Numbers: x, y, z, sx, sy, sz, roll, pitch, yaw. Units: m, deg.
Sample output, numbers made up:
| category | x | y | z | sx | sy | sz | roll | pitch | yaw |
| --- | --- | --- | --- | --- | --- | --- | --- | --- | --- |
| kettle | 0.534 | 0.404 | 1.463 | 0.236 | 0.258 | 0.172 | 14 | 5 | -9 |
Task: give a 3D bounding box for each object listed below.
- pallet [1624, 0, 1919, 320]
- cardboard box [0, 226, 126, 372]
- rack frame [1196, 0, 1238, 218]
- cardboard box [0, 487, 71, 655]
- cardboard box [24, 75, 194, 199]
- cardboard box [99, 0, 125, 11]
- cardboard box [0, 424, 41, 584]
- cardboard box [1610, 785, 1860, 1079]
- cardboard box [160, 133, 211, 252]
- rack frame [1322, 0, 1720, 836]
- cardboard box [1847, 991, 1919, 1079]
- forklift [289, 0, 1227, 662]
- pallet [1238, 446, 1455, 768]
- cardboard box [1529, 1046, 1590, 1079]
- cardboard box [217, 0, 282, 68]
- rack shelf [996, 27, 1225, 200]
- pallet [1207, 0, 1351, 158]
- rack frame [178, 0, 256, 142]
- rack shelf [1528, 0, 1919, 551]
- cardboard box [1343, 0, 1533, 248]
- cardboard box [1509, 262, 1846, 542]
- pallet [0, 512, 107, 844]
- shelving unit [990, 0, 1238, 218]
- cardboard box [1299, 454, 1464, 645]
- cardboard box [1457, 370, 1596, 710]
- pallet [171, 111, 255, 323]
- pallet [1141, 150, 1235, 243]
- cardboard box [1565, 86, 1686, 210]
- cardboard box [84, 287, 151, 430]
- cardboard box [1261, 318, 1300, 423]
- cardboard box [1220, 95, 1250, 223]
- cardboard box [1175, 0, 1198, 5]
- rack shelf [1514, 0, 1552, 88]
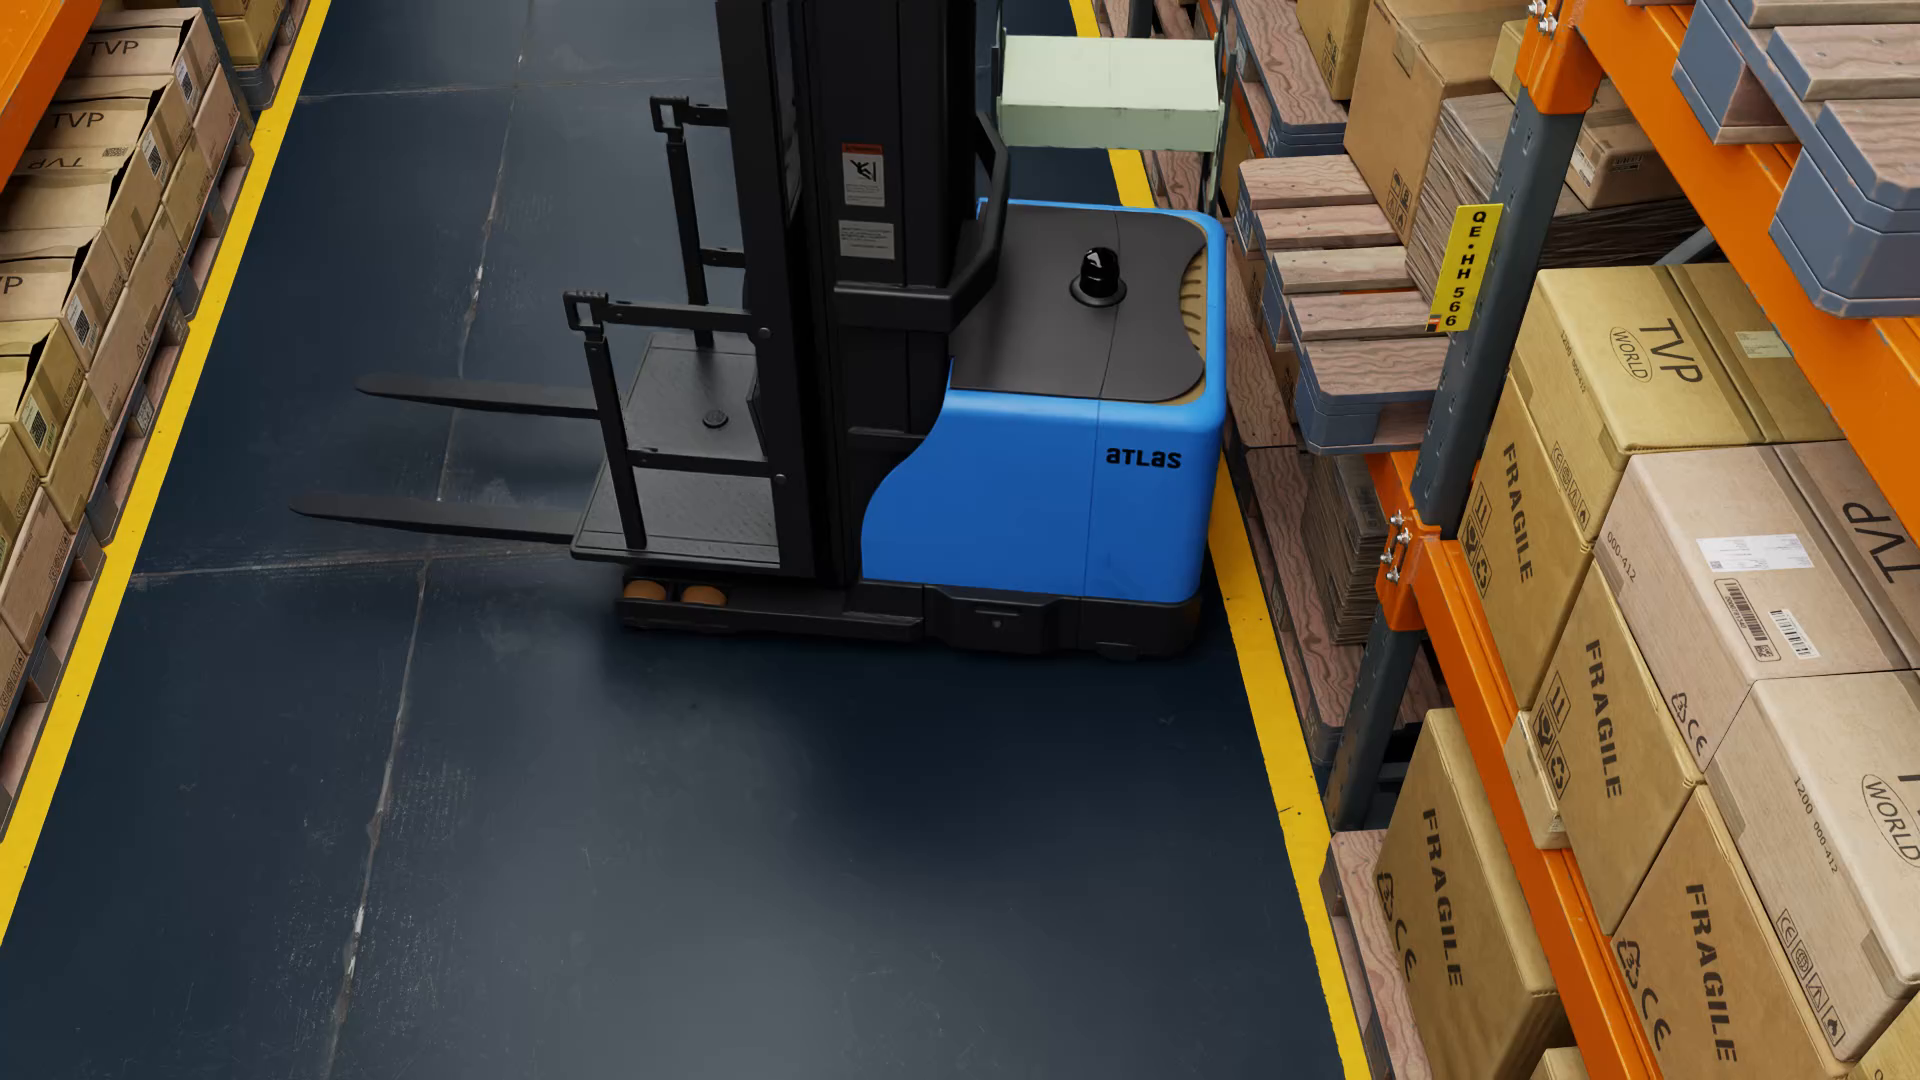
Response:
| category | x | y | z | sx | sy | sz | roll | pitch | yaw |
| --- | --- | --- | --- | --- | --- | --- | --- | --- | --- |
| pallet | 1.702 | -0.737 | 2.446 | 1.213 | 0.211 | 1.003 | -2 | 47 | -1 |
| cardboard box | -3.229 | -0.838 | 5.696 | 0.500 | 0.311 | 0.500 | -4 | 47 | -4 |
| rack frame | 0.854 | -1.138 | 5.781 | 0.023 | 1.500 | 0.400 | 2 | 48 | 2 |
| cardboard box | -3.135 | 0.111 | 5.183 | 0.500 | 0.250 | 0.500 | -5 | 47 | -4 |
| cardboard box | -3.307 | -1.563 | 6.383 | 0.500 | 0.311 | 0.500 | -2 | 47 | -2 |
| cardboard box | -3.933 | -2.344 | 7.509 | 0.500 | 0.250 | 0.500 | -3 | 47 | -3 |
| cardboard box | -3.145 | -0.097 | 4.994 | 0.500 | 0.311 | 0.500 | -5 | 47 | -4 |
| cardboard box | 1.455 | 0.729 | 2.706 | 0.500 | 0.500 | 0.500 | -4 | 47 | -3 |
| cardboard box | -3.312 | -1.374 | 6.590 | 0.500 | 0.250 | 0.500 | -4 | 47 | -4 |
| rack frame | 1.595 | -0.233 | 3.905 | 1.000 | 3.000 | 0.127 | -3 | 47 | -3 |
| cardboard box | 1.516 | 0.829 | 2.095 | 0.500 | 0.250 | 0.500 | -4 | 47 | -4 |
| forklift | -0.698 | -1.079 | 4.754 | 3.031 | 2.935 | 1.130 | 5 | 47 | 4 |
| pallet | 1.531 | 0.160 | 5.453 | 1.003 | 0.211 | 1.213 | -3 | 47 | -3 |
| cardboard box | 1.593 | 1.536 | 3.421 | 0.750 | 0.750 | 0.750 | -4 | 47 | -3 |
| cardboard box | -3.413 | -2.376 | 7.539 | 0.500 | 0.250 | 0.500 | -3 | 47 | -3 |
| rack shelf | 0.486 | -1.411 | 5.505 | 0.720 | 0.370 | 0.431 | 2 | 48 | 2 |
| pallet | 1.388 | -1.597 | 5.328 | 1.003 | 0.211 | 1.213 | -3 | 47 | -3 |
| rack frame | -3.676 | -2.823 | 6.358 | 1.000 | 3.000 | 0.127 | -3 | 47 | -3 |
| rack shelf | 1.762 | 0.430 | 1.706 | 1.077 | 0.370 | 4.000 | -3 | 47 | -3 |
| cardboard box | 1.472 | -1.161 | 4.412 | 0.700 | 0.500 | 0.500 | -7 | 47 | -7 |
| cardboard box | 1.378 | -0.269 | 3.135 | 0.500 | 0.250 | 0.500 | -2 | 47 | -2 |
| pallet | -3.371 | 0.432 | 5.196 | 1.003 | 0.211 | 1.213 | -3 | 47 | -3 |
| shelving unit | 0.489 | -1.152 | 5.796 | 0.755 | 1.500 | 0.431 | 2 | 48 | 2 |
| cardboard box | 1.482 | -0.042 | 5.143 | 0.700 | 0.500 | 0.500 | -3 | 47 | -3 |
| cardboard box | 1.380 | -0.010 | 3.406 | 0.500 | 0.500 | 0.500 | -2 | 47 | -2 |
| pallet | -3.576 | -1.334 | 6.868 | 1.003 | 0.211 | 1.213 | -3 | 47 | -3 |
| pallet | 1.327 | -1.605 | 7.125 | 1.003 | 0.211 | 1.213 | -3 | 47 | -3 |
| cardboard box | 1.536 | -0.889 | 3.708 | 0.380 | 0.149 | 0.250 | -9 | 47 | -8 |
| cardboard box | -3.227 | -0.635 | 5.890 | 0.500 | 0.250 | 0.500 | -3 | 47 | -2 |
| cardboard box | 1.485 | -0.780 | 5.841 | 0.700 | 0.500 | 0.500 | -4 | 47 | -4 |
| cardboard box | 1.431 | -1.516 | 6.539 | 0.700 | 0.500 | 0.500 | -4 | 47 | -4 |
| cardboard box | 1.185 | -2.689 | 7.879 | 0.380 | 0.166 | 0.250 | -9 | 47 | -8 |
| rack shelf | 1.427 | -2.464 | 4.447 | 1.077 | 0.370 | 4.000 | -3 | 47 | -3 |
